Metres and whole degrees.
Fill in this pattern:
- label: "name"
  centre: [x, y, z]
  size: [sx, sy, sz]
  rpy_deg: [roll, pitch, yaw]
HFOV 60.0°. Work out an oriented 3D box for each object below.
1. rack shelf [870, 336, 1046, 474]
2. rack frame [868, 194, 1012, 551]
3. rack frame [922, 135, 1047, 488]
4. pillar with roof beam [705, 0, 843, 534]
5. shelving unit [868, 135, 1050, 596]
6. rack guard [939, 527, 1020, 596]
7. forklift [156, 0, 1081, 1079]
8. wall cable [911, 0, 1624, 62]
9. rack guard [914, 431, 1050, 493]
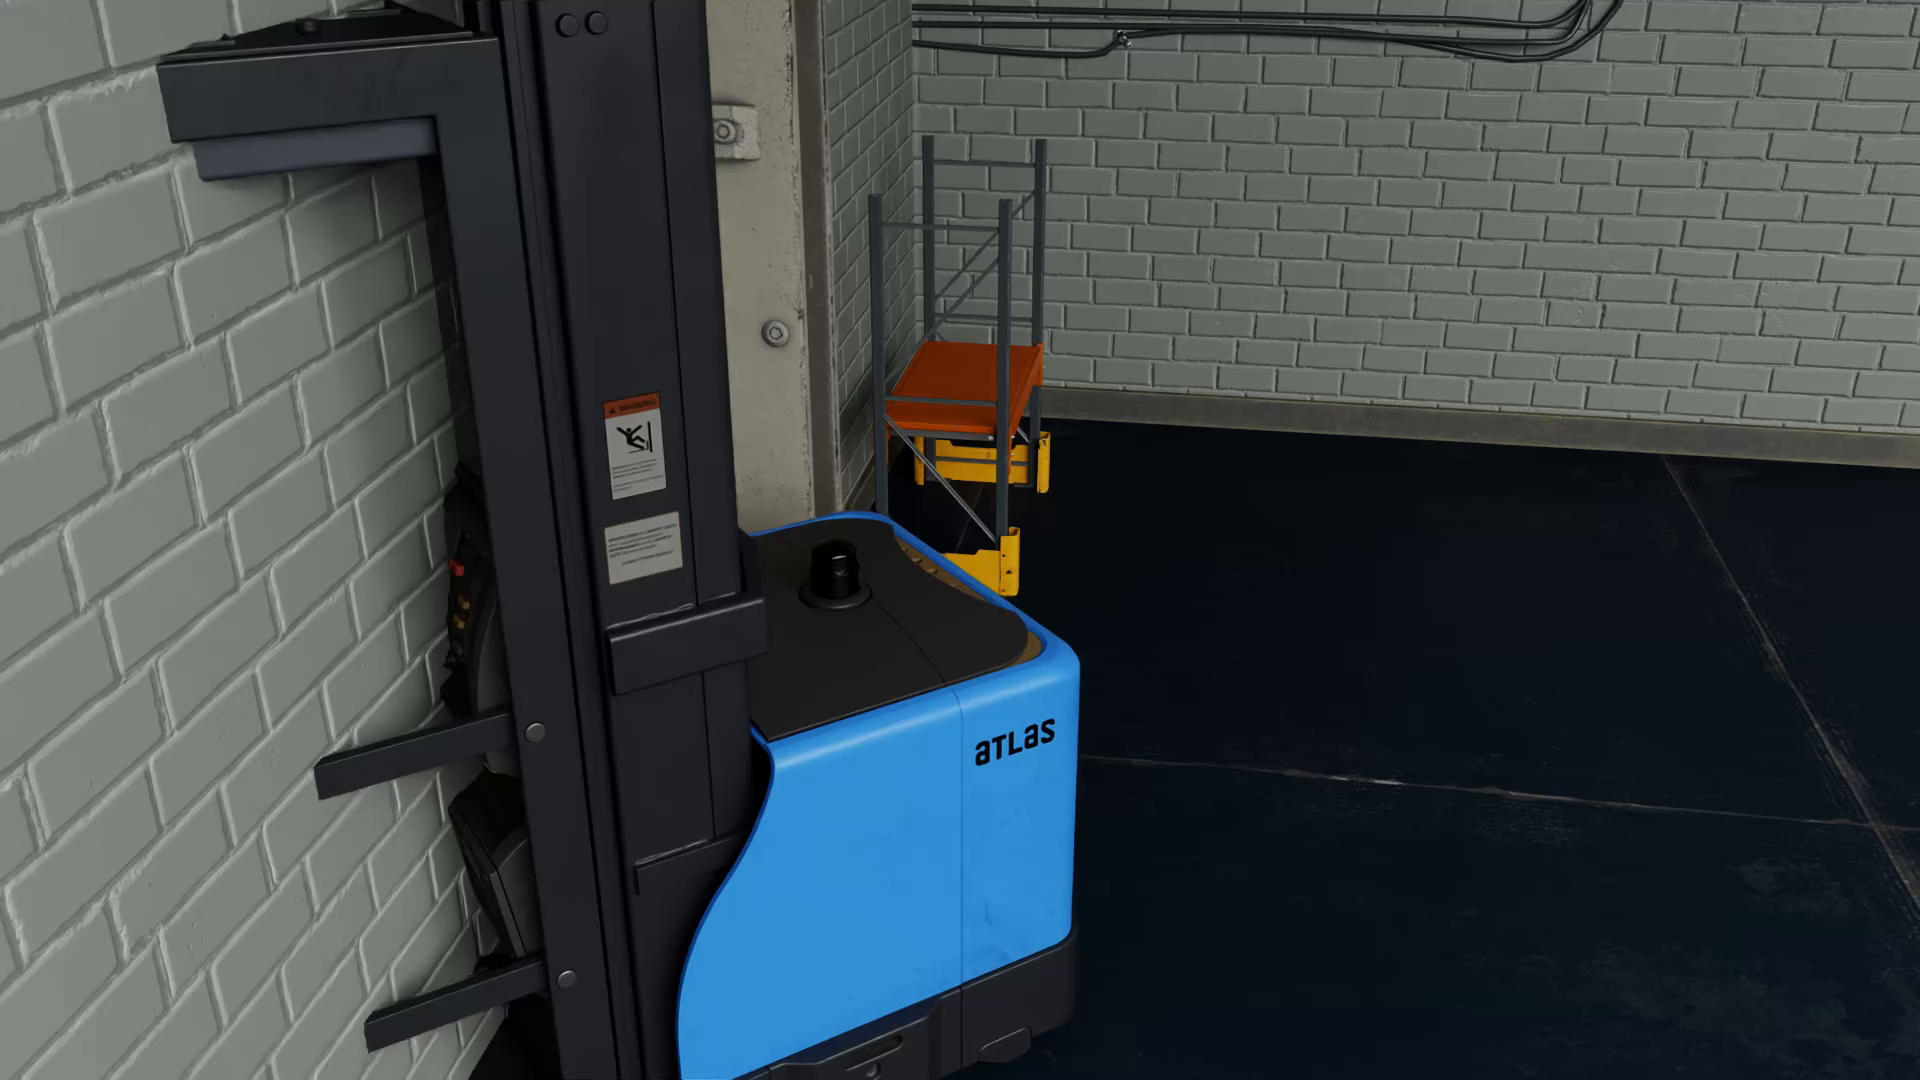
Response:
- label: "rack shelf"
  centre: [0.014, -0.552, 6.585]
  size: [0.538, 0.185, 1.000]
  rpy_deg: [4, 25, 9]
- label: "rack frame"
  centre: [-0.069, -0.502, 6.054]
  size: [0.500, 1.500, 0.032]
  rpy_deg: [4, 25, 9]
- label: "rack frame"
  centre: [0.097, -0.928, 6.962]
  size: [0.500, 1.500, 0.032]
  rpy_deg: [4, 25, 9]
- label: "pillar with roof beam"
  centre: [3.691, -3.158, 2.881]
  size: [9.100, 9.000, 0.400]
  rpy_deg: [4, 25, 9]
- label: "shelving unit"
  centre: [0.012, -0.711, 6.500]
  size: [0.587, 1.500, 1.083]
  rpy_deg: [4, 25, 9]
- label: "rack guard"
  centre: [-0.069, 0.063, 6.320]
  size: [0.587, 0.250, 0.087]
  rpy_deg: [4, 25, 9]
- label: "forklift"
  centre: [-1.237, 0.050, 3.185]
  size: [3.031, 2.935, 1.130]
  rpy_deg: [-15, 29, -29]
- label: "wall cable"
  centre: [1.230, -3.190, 6.613]
  size: [3.097, 2.526, 0.112]
  rpy_deg: [4, 25, 9]
- label: "rack guard"
  centre: [0.094, -0.353, 7.210]
  size: [0.587, 0.250, 0.087]
  rpy_deg: [4, 25, 9]
